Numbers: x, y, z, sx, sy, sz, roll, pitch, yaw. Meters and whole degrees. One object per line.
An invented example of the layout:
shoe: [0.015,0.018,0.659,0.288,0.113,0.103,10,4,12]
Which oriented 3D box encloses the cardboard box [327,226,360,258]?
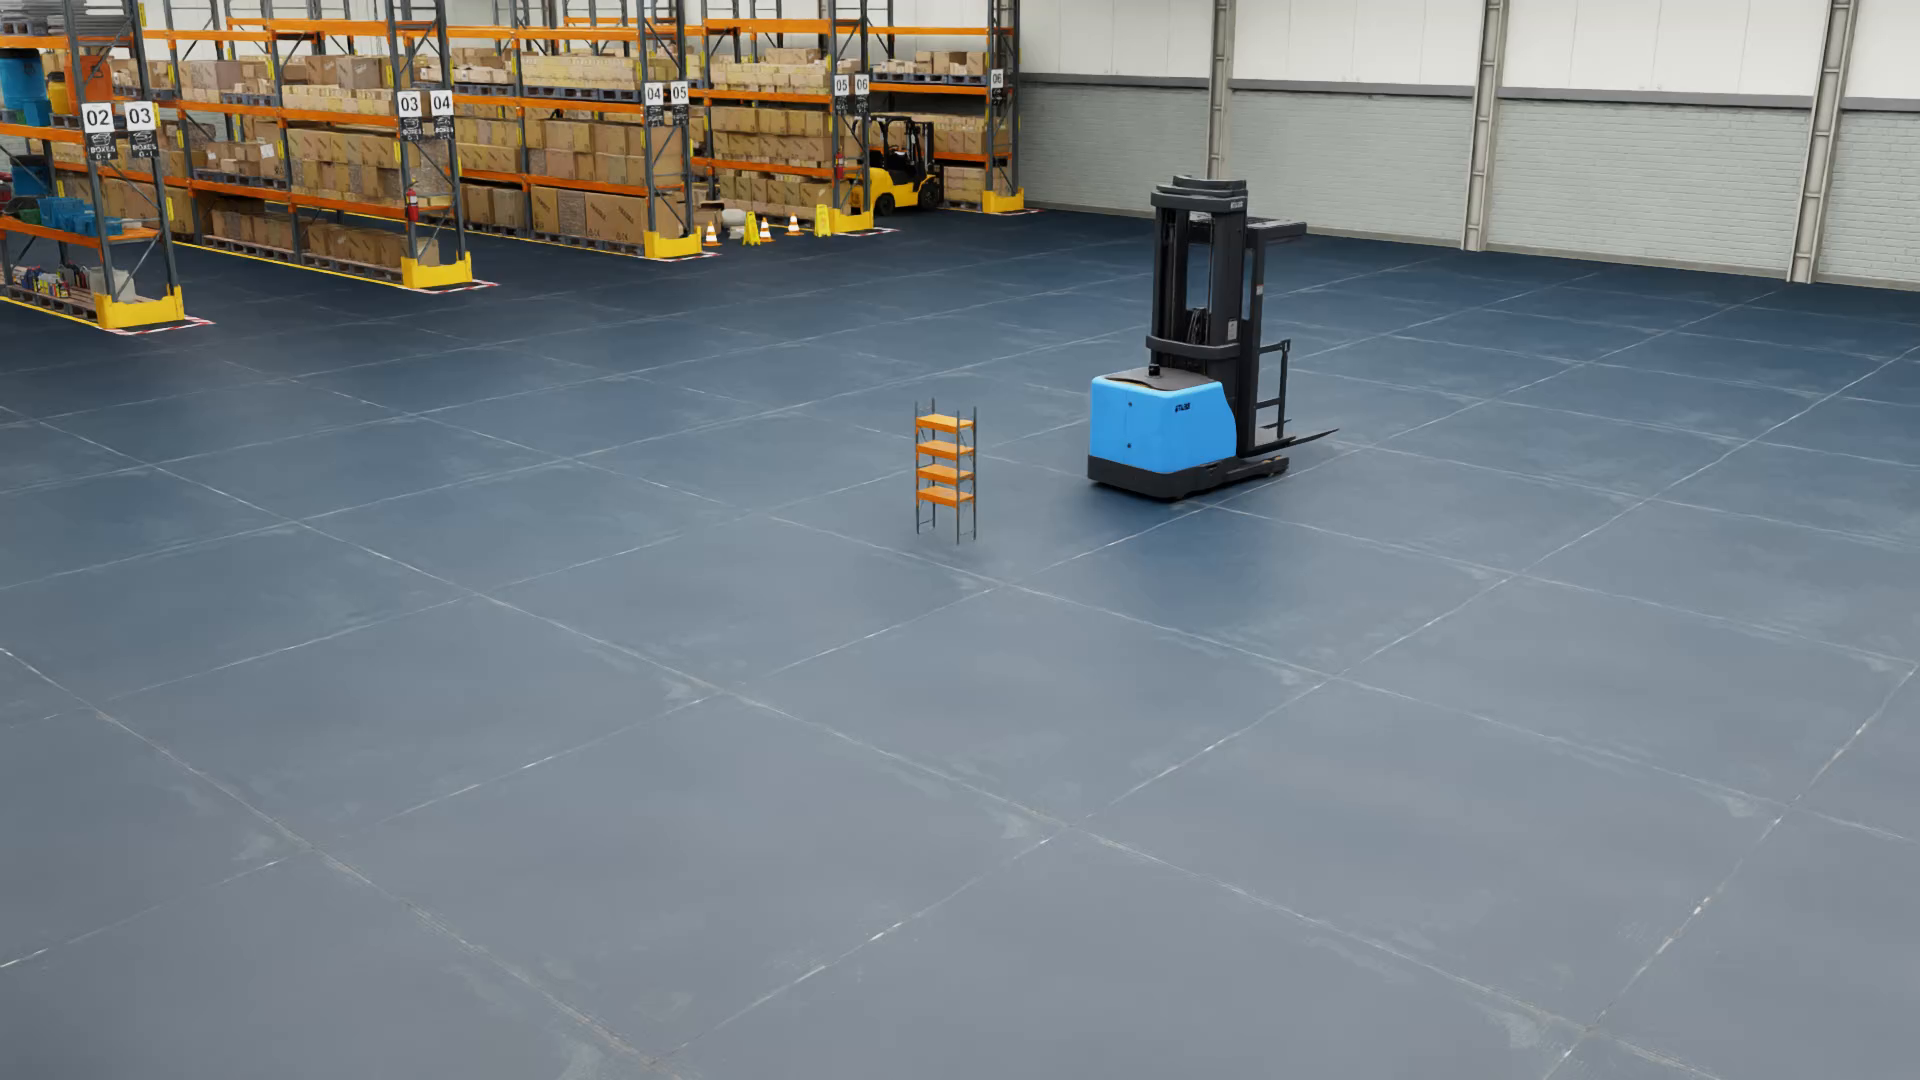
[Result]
cardboard box: [-11.163,-5.412,30.192,0.500,0.500,0.500,-10,20,-28]

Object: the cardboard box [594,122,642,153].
cardboard box: [-6.562,-7.807,32.267,0.550,0.550,0.875,15,23,39]

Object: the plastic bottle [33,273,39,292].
plastic bottle: [-14.591,-4.064,26.269,0.133,0.283,0.061,16,24,42]

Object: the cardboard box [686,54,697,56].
cardboard box: [-7.202,-12.936,44.569,0.250,0.149,0.380,15,23,40]

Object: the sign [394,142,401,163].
sign: [-9.261,-6.384,27.379,0.005,0.325,0.100,15,23,39]

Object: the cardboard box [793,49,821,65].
cardboard box: [-3.849,-12.095,41.829,0.500,0.500,0.500,16,23,41]

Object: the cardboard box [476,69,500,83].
cardboard box: [-9.571,-9.512,34.102,0.500,0.250,0.500,15,23,39]

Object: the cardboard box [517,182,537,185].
cardboard box: [-10.758,-9.535,42.565,0.875,0.875,0.875,16,24,41]

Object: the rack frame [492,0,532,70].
rack frame: [-11.275,-13.314,41.734,0.127,3.000,1.000,15,23,39]

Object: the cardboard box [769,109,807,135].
cardboard box: [-3.650,-8.946,35.581,0.500,0.500,0.700,15,23,39]

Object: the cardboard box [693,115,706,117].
cardboard box: [-5.826,-9.497,38.274,0.500,0.500,0.500,15,23,39]

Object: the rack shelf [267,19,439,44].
rack shelf: [-10.373,-8.719,28.452,4.000,0.370,1.077,15,23,39]

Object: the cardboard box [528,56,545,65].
cardboard box: [-8.263,-9.444,32.739,0.250,0.149,0.380,15,23,39]

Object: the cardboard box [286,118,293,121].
cardboard box: [-15.779,-10.222,39.599,0.500,0.500,0.500,16,23,41]

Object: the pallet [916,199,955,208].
pallet: [-0.515,-8.228,40.239,1.213,0.211,1.003,15,23,39]

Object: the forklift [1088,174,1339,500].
forklift: [2.685,-2.136,16.546,3.031,2.935,1.130,-15,23,-40]

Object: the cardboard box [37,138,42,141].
cardboard box: [-20.290,-9.185,37.159,0.500,0.500,0.500,14,23,38]

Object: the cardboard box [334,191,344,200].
cardboard box: [-10.777,-6.077,29.264,0.250,0.149,0.380,15,23,39]

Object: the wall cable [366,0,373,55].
wall cable: [-18.207,-15.365,48.197,0.029,3.000,2.355,15,23,39]

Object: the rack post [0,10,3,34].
rack post: [-16.686,-8.816,27.232,3.121,1.000,1.013,15,23,39]

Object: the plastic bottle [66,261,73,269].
plastic bottle: [-14.484,-4.368,27.117,0.185,0.351,0.144,14,23,38]

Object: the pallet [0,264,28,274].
pallet: [-16.686,-4.550,28.647,1.213,0.211,1.003,15,23,39]

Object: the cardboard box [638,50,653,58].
cardboard box: [-8.520,-13.363,45.779,0.500,0.250,0.500,15,23,39]

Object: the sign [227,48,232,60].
sign: [-17.836,-11.841,40.607,0.005,0.325,0.100,15,23,39]

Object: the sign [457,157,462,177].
sign: [-8.517,-6.338,28.241,0.005,0.325,0.100,15,23,39]

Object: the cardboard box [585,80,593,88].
cardboard box: [-6.933,-8.708,31.736,0.250,0.149,0.380,15,23,40]

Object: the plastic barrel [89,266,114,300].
plastic barrel: [-13.083,-3.912,25.446,0.421,0.512,0.421,0,18,0]

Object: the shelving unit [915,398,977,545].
shelving unit: [-0.124,-0.605,14.583,0.503,1.200,0.258,15,23,39]

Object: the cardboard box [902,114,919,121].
cardboard box: [-1.169,-10.137,39.913,0.250,0.149,0.380,15,23,38]

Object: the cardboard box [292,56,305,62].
cardboard box: [-15.433,-11.271,39.020,0.250,0.149,0.380,16,24,41]

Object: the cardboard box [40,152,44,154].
cardboard box: [-20.413,-8.647,37.363,0.250,0.149,0.380,14,23,38]

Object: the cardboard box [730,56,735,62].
cardboard box: [-5.803,-12.585,43.496,0.250,0.149,0.380,14,22,37]

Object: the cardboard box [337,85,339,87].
cardboard box: [-10.826,-7.999,29.537,0.250,0.149,0.380,14,22,38]

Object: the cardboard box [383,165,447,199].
cardboard box: [-9.270,-6.109,28.292,0.500,0.500,0.875,15,23,39]

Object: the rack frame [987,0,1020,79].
rack frame: [0.993,-12.028,37.683,0.127,3.000,1.000,15,23,39]

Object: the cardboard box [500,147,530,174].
cardboard box: [-9.069,-7.800,34.112,0.500,0.500,0.500,15,23,39]

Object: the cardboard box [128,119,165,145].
cardboard box: [-16.864,-8.471,34.569,0.637,0.503,0.797,15,23,40]

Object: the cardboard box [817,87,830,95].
cardboard box: [-2.752,-9.363,34.660,0.250,0.149,0.380,15,23,39]

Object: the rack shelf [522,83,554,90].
rack shelf: [-9.779,-11.139,41.032,4.000,0.370,1.077,15,23,39]

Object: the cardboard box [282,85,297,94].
cardboard box: [-11.830,-8.019,29.599,0.250,0.149,0.380,14,22,38]

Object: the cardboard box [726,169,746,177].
cardboard box: [-4.975,-8.186,37.034,0.250,0.149,0.380,15,23,40]

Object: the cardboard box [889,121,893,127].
cardboard box: [-1.527,-10.107,40.311,0.250,0.149,0.380,15,23,39]

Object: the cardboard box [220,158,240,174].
cardboard box: [-13.760,-7.149,31.781,0.500,0.250,0.500,14,22,38]

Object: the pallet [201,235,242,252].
pallet: [-14.277,-5.922,32.973,1.213,0.211,1.003,15,23,39]

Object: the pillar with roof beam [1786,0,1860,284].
pillar with roof beam: [11.676,-7.783,24.309,0.400,9.000,9.100,15,23,39]

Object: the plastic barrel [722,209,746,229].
plastic barrel: [-4.849,-6.889,35.667,0.512,0.421,0.421,-3,18,-8]

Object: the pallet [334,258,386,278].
pallet: [-10.426,-4.905,29.766,1.213,0.211,1.003,15,23,39]

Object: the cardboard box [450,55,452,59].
cardboard box: [-13.180,-12.580,43.671,0.500,0.311,0.500,16,23,40]

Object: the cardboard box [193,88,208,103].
cardboard box: [-14.294,-8.512,31.811,0.500,0.250,0.500,16,23,41]

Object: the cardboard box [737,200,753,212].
cardboard box: [-4.622,-7.453,37.037,0.500,0.250,0.500,17,24,42]

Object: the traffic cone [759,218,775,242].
traffic cone: [-3.960,-6.311,33.780,0.334,0.463,0.336,15,23,39]

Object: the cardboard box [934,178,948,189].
cardboard box: [-0.347,-8.525,39.589,0.500,0.250,0.500,14,23,38]

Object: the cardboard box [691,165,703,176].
cardboard box: [-6.995,-10.233,45.382,0.500,0.500,0.500,14,22,38]

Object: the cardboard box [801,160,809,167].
cardboard box: [-3.162,-8.034,35.431,0.250,0.149,0.380,15,23,38]

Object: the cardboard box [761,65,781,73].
cardboard box: [-4.054,-10.107,35.688,0.250,0.149,0.380,16,23,40]
